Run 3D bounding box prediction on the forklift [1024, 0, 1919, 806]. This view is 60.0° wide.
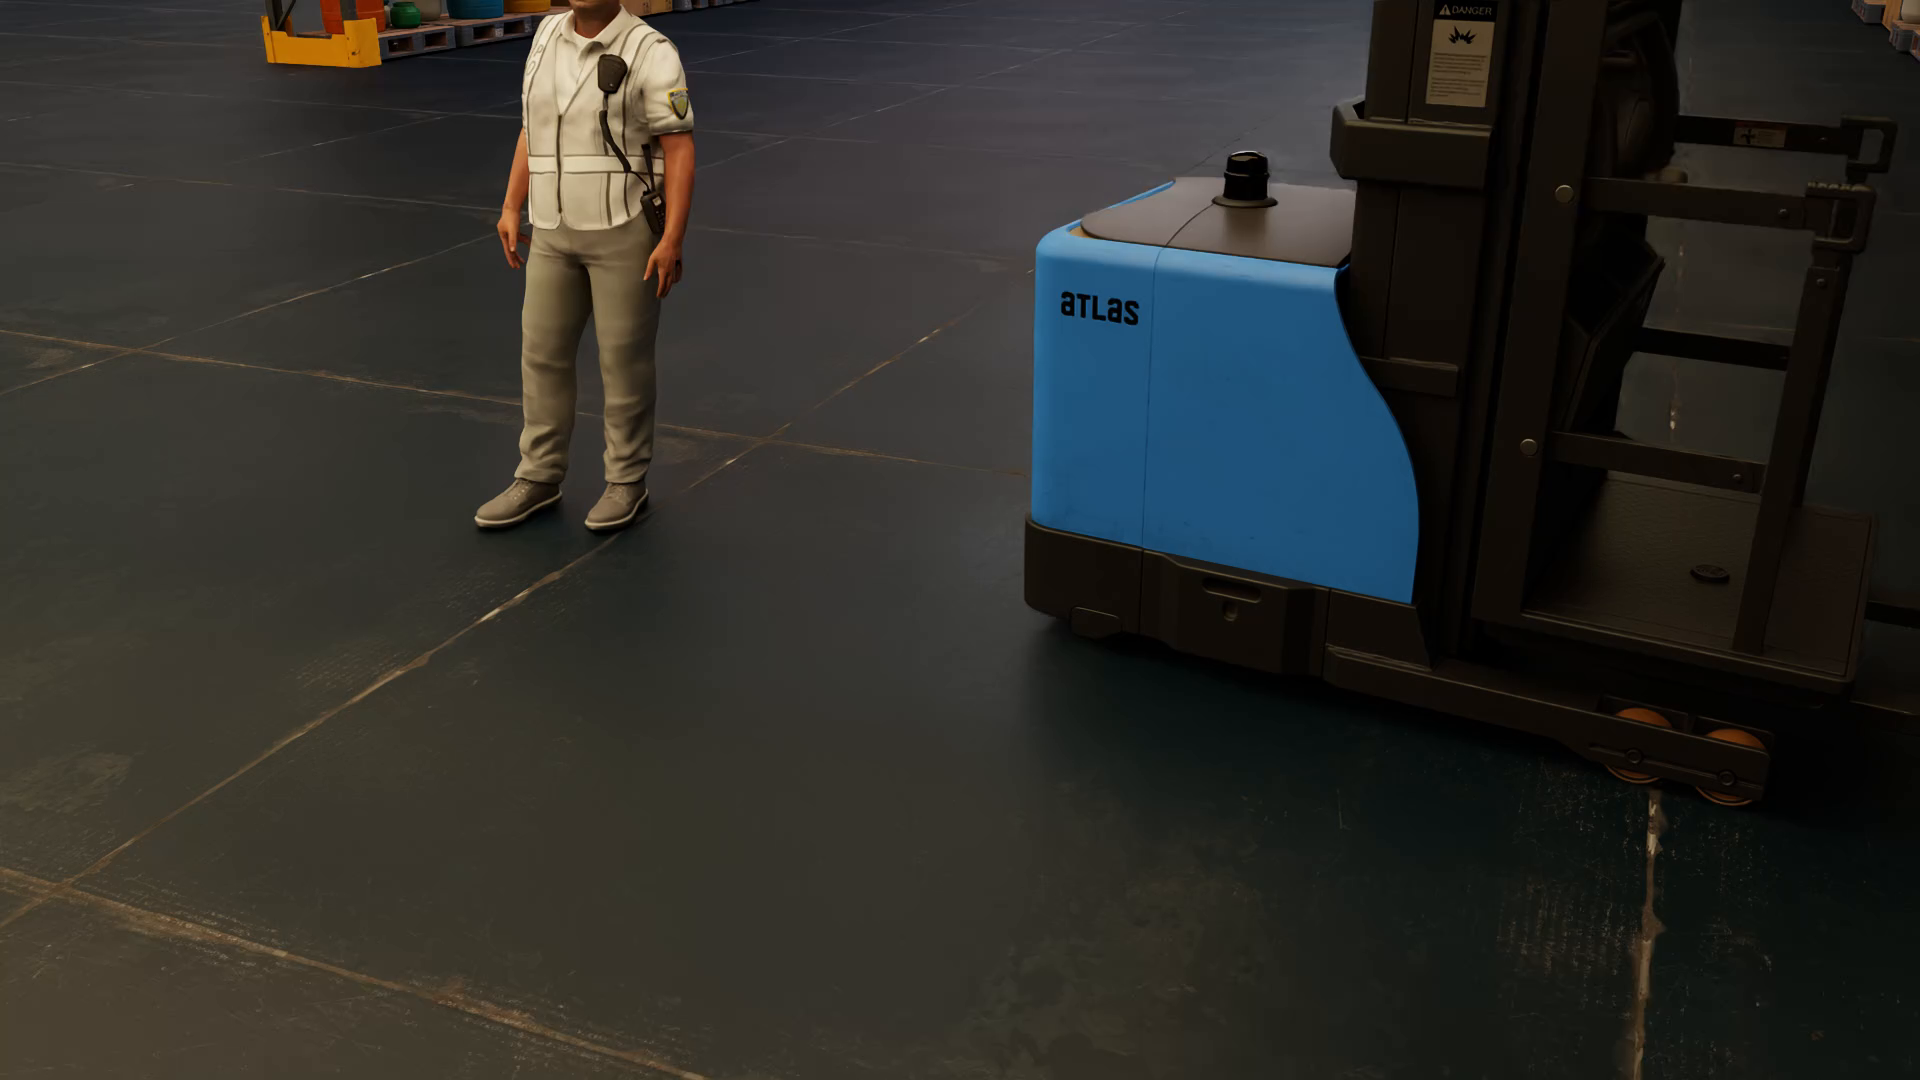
[{"bbox_3d":[1.711,-0.997,3.679,3.031,2.935,1.130,12,26,27],"label":"forklift"}]

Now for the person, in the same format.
[{"bbox_3d":[-1.128,-0.914,4.948,0.644,1.781,0.574,9,24,20],"label":"person"}]
